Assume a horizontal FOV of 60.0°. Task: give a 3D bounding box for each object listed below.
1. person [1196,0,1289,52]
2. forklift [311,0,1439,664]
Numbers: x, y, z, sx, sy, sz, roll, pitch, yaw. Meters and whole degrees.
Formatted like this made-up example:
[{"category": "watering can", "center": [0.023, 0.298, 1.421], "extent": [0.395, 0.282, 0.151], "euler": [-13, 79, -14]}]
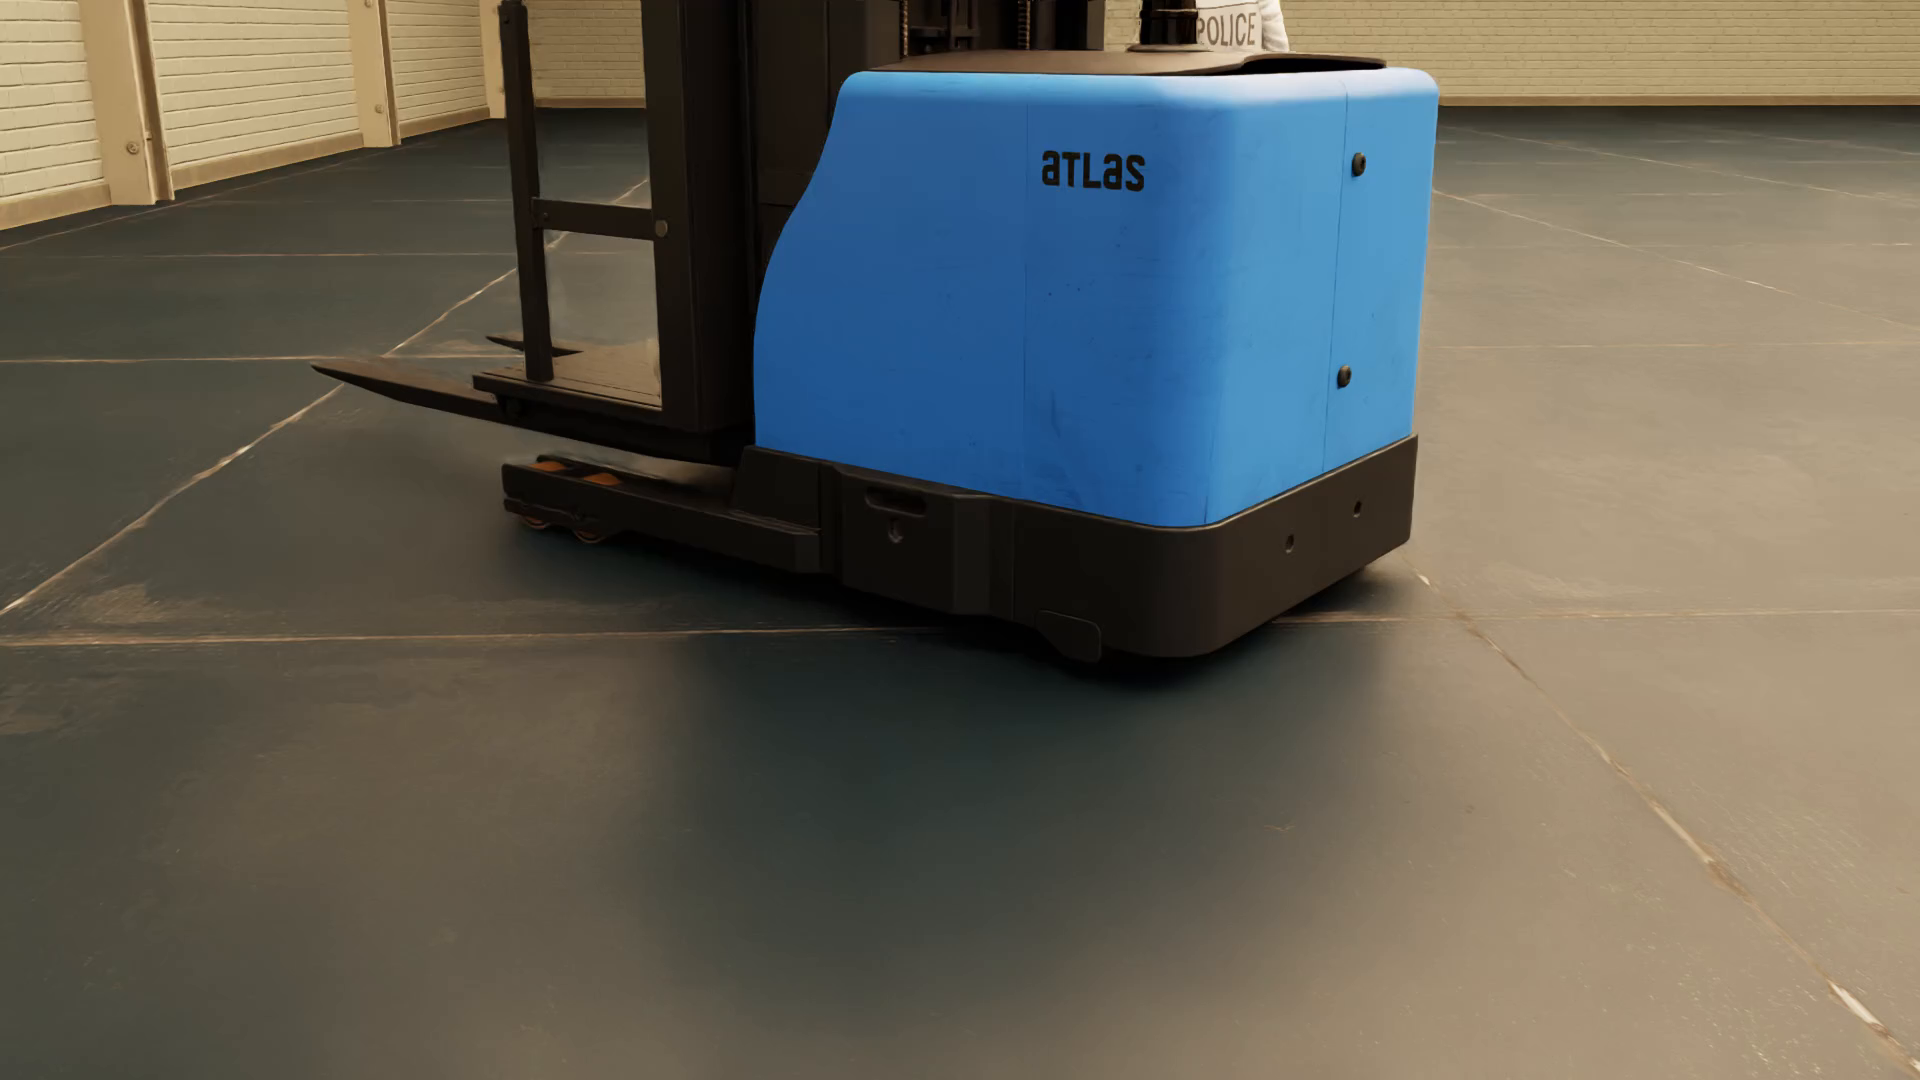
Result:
[{"category": "person", "center": [0.994, -1.713, 6.595], "extent": [0.586, 1.694, 0.532], "euler": [-1, 17, -4]}, {"category": "forklift", "center": [-0.476, -1.500, 3.812], "extent": [3.031, 2.935, 1.130], "euler": [13, 21, 36]}]
